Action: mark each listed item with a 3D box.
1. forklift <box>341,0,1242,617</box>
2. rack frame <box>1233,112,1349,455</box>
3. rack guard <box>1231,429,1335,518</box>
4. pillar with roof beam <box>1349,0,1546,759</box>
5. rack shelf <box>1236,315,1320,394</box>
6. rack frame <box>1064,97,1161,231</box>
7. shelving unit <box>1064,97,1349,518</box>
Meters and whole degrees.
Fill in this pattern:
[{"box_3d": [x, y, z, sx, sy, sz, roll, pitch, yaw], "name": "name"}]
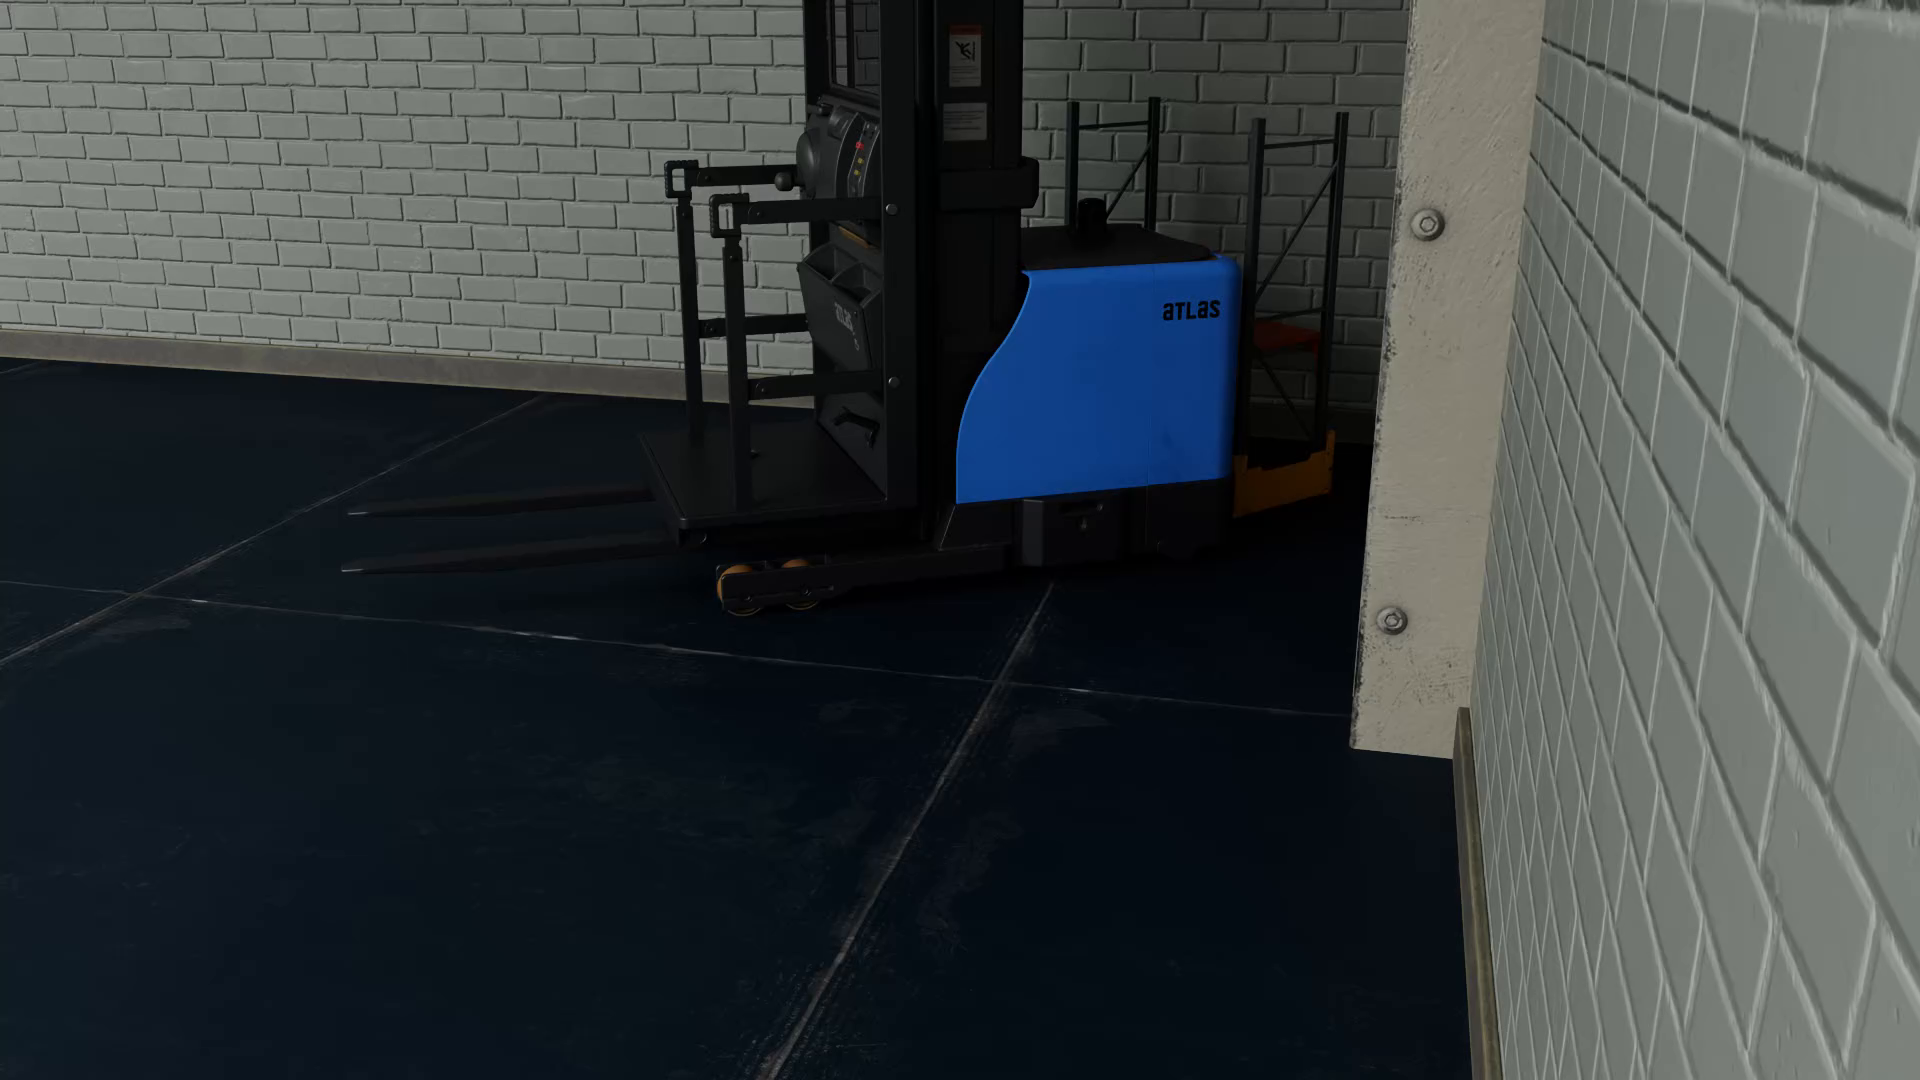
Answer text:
[{"box_3d": [-0.594, -1.327, 5.538, 3.031, 2.935, 1.130, -6, 20, -16], "name": "forklift"}, {"box_3d": [1.261, -0.860, 6.385, 0.500, 1.500, 0.032, -14, 23, -35], "name": "rack frame"}, {"box_3d": [1.261, -0.269, 6.588, 0.587, 0.250, 0.087, -14, 23, -35], "name": "rack guard"}, {"box_3d": [-2.916, -4.082, 4.217, 9.100, 9.000, 0.400, 5, 19, 13], "name": "pillar with roof beam"}, {"box_3d": [0.952, -0.820, 6.824, 0.538, 0.185, 1.000, -14, 23, -35], "name": "rack shelf"}, {"box_3d": [0.642, -1.121, 7.148, 0.500, 1.500, 0.032, -14, 23, -35], "name": "rack frame"}, {"box_3d": [0.957, -0.988, 6.760, 0.587, 1.500, 1.083, -14, 23, -35], "name": "shelving unit"}]
